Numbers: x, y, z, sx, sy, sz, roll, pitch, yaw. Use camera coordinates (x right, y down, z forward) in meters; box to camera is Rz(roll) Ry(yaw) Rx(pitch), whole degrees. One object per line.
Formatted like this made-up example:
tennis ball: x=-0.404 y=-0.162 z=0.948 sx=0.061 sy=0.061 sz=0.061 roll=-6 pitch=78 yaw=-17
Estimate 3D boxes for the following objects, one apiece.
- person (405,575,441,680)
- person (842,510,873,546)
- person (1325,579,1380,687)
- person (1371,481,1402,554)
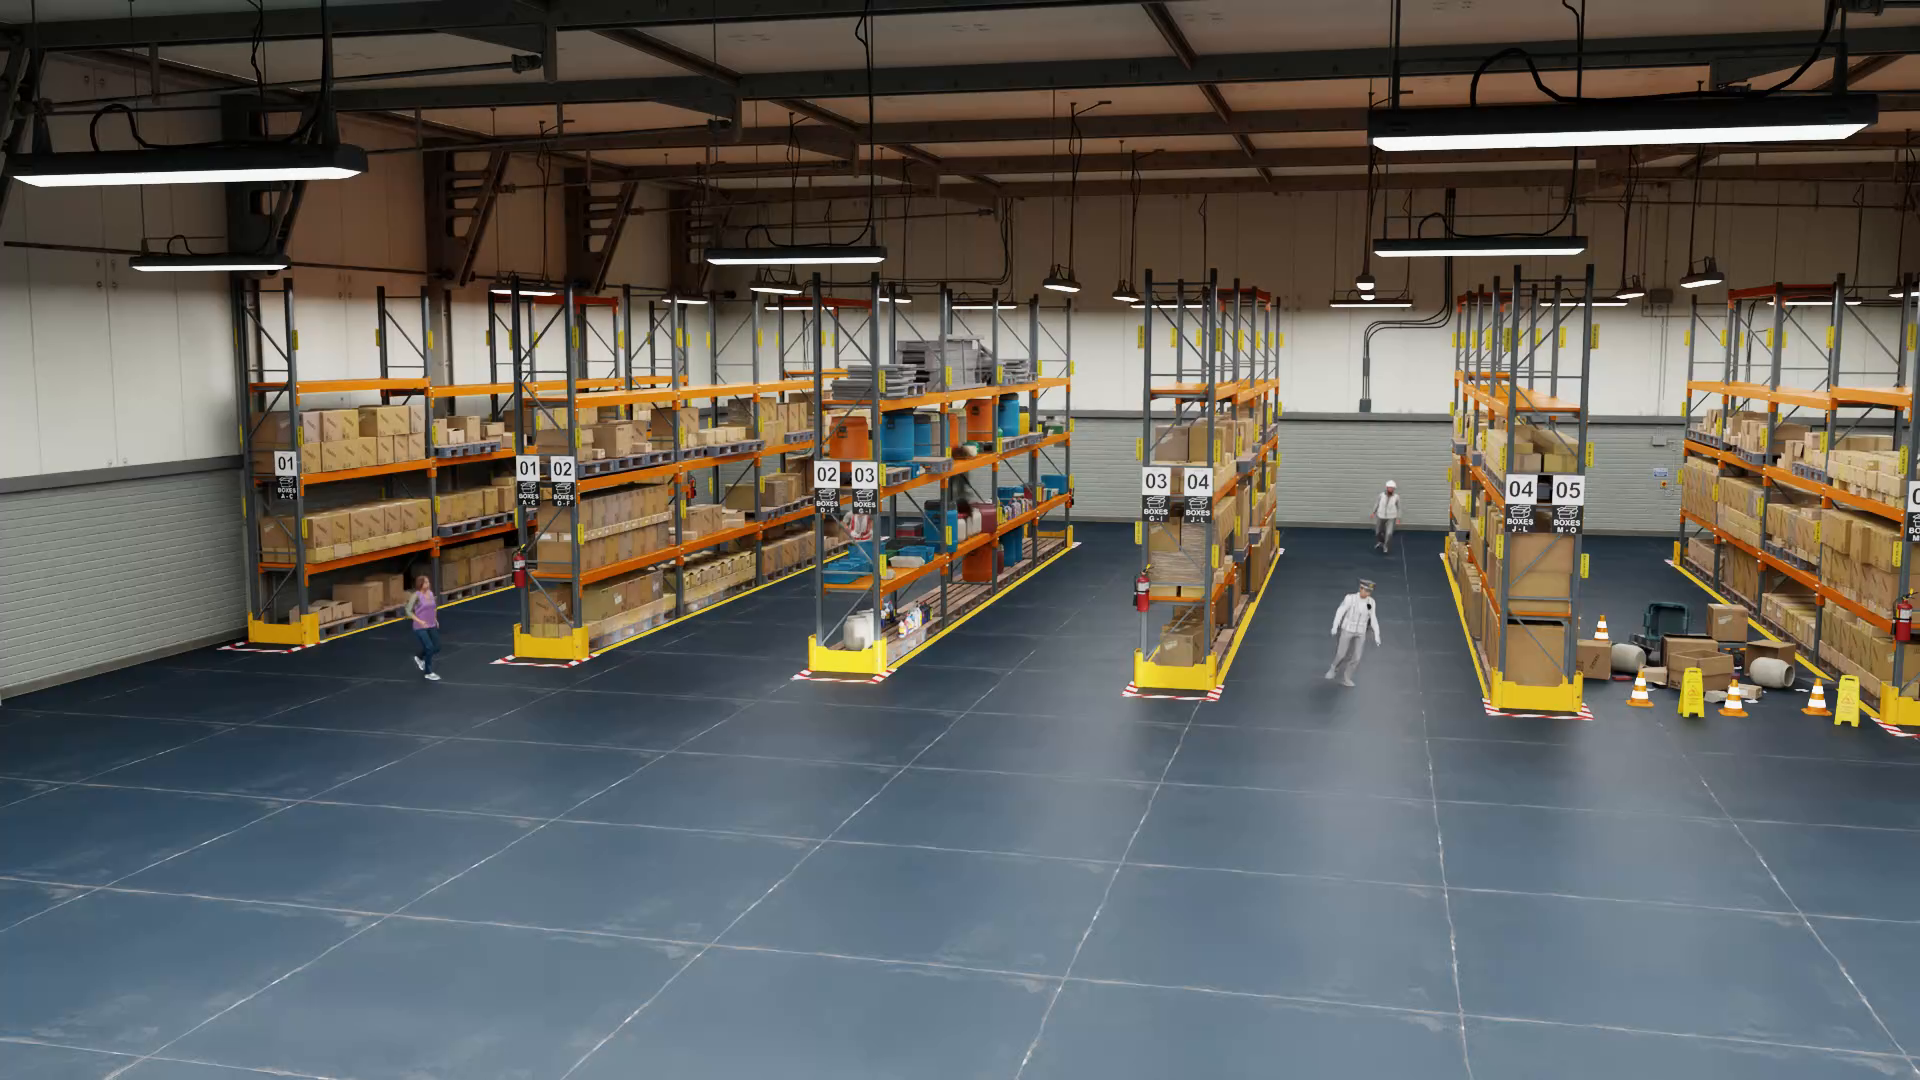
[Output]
person: x=-7.973 y=1.293 z=24.600 sx=0.546 sy=1.566 sz=0.563 roll=4 pitch=8 yaw=30
person: x=-1.935 y=0.046 z=31.640 sx=0.628 sy=1.793 sz=0.794 roll=-1 pitch=7 yaw=-5
person: x=5.687 y=1.334 z=24.009 sx=0.708 sy=1.590 sz=0.583 roll=0 pitch=7 yaw=0
person: x=10.081 y=-0.554 z=39.262 sx=0.746 sy=1.721 sz=0.708 roll=3 pitch=8 yaw=24
